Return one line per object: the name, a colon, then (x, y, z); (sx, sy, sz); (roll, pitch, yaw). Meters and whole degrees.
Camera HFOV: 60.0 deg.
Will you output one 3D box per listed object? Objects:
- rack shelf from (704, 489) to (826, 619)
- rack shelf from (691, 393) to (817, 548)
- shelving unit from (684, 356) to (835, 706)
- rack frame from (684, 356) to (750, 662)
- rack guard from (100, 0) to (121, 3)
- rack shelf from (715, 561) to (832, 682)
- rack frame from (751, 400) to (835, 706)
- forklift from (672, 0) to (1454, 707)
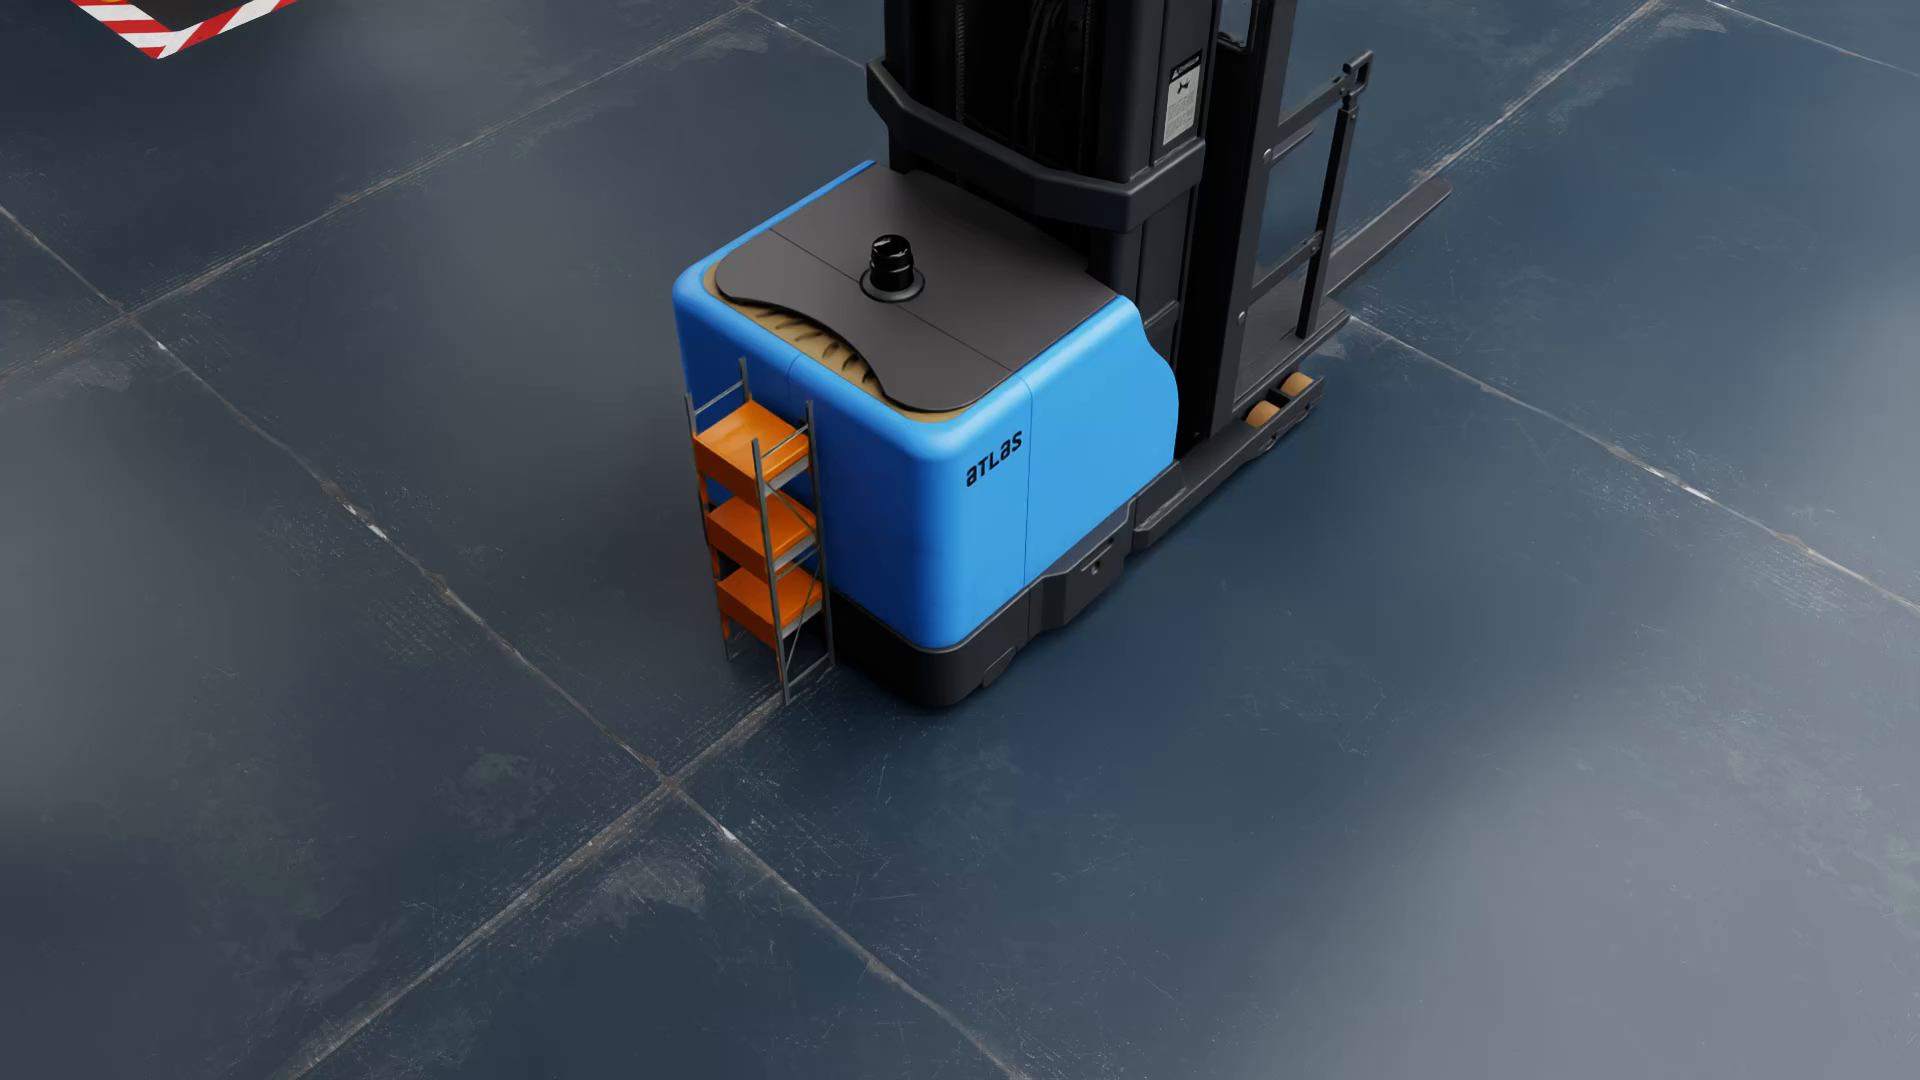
rack shelf: (-0.527, 0.013, 4.532); (0.240, 0.259, 0.215); (34, 55, 27)
rack shelf: (-0.528, -0.181, 4.325); (0.240, 0.259, 0.215); (34, 55, 27)
shelving unit: (-0.527, 0.005, 4.525); (0.252, 1.050, 0.215); (34, 55, 27)
rack frame: (-0.618, -0.054, 4.581); (0.008, 1.050, 0.200); (34, 55, 27)
rack guard: (-3.584, -2.985, 7.710); (0.348, 0.500, 1.175); (34, 55, 28)
rack shelf: (-0.527, 0.203, 4.735); (0.240, 0.259, 0.215); (34, 55, 27)
rack frame: (-0.437, 0.065, 4.469); (0.008, 1.050, 0.200); (34, 55, 27)
forklift: (0.573, -1.523, 4.670); (1.130, 2.935, 3.031); (34, 55, 27)
